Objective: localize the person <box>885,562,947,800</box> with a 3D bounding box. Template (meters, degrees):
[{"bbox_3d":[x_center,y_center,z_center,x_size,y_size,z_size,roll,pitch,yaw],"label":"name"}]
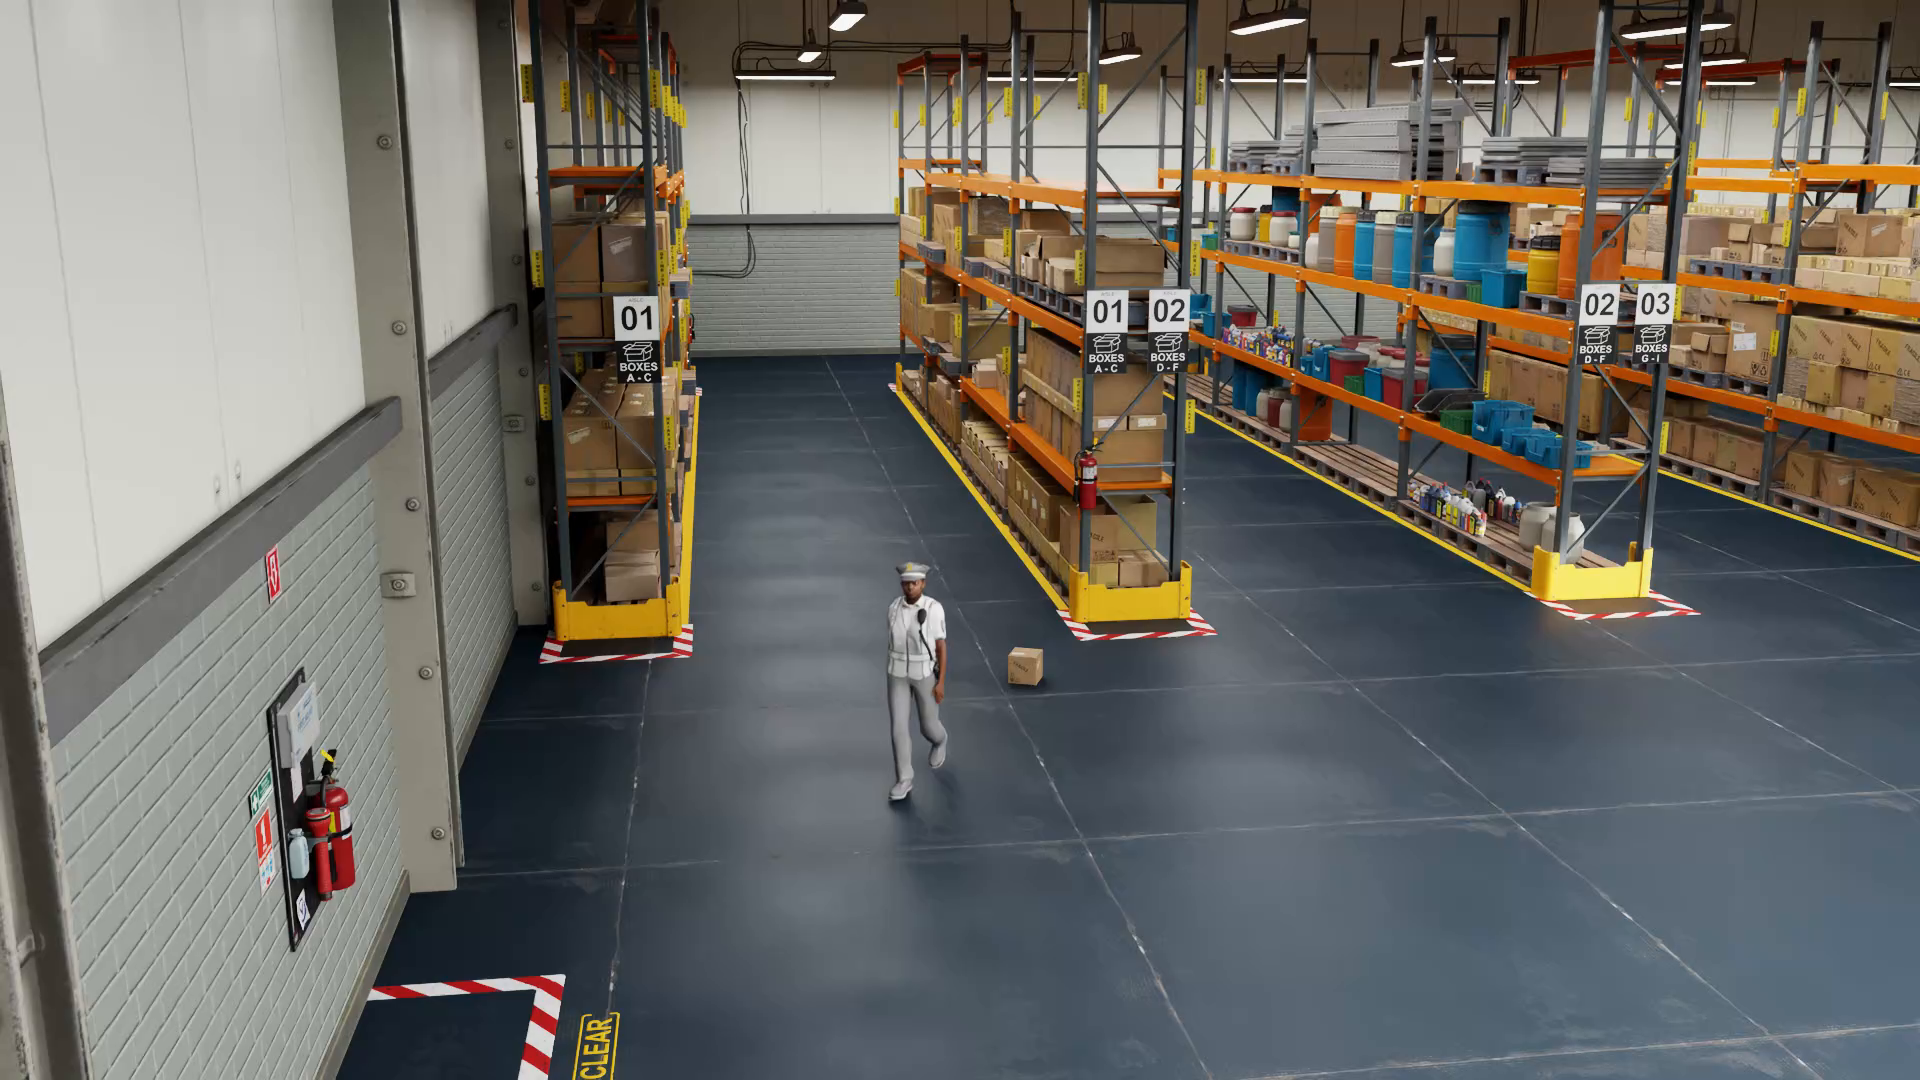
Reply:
[{"bbox_3d":[-0.304,0.953,11.828,0.455,1.664,0.734,4,14,15],"label":"person"}]
